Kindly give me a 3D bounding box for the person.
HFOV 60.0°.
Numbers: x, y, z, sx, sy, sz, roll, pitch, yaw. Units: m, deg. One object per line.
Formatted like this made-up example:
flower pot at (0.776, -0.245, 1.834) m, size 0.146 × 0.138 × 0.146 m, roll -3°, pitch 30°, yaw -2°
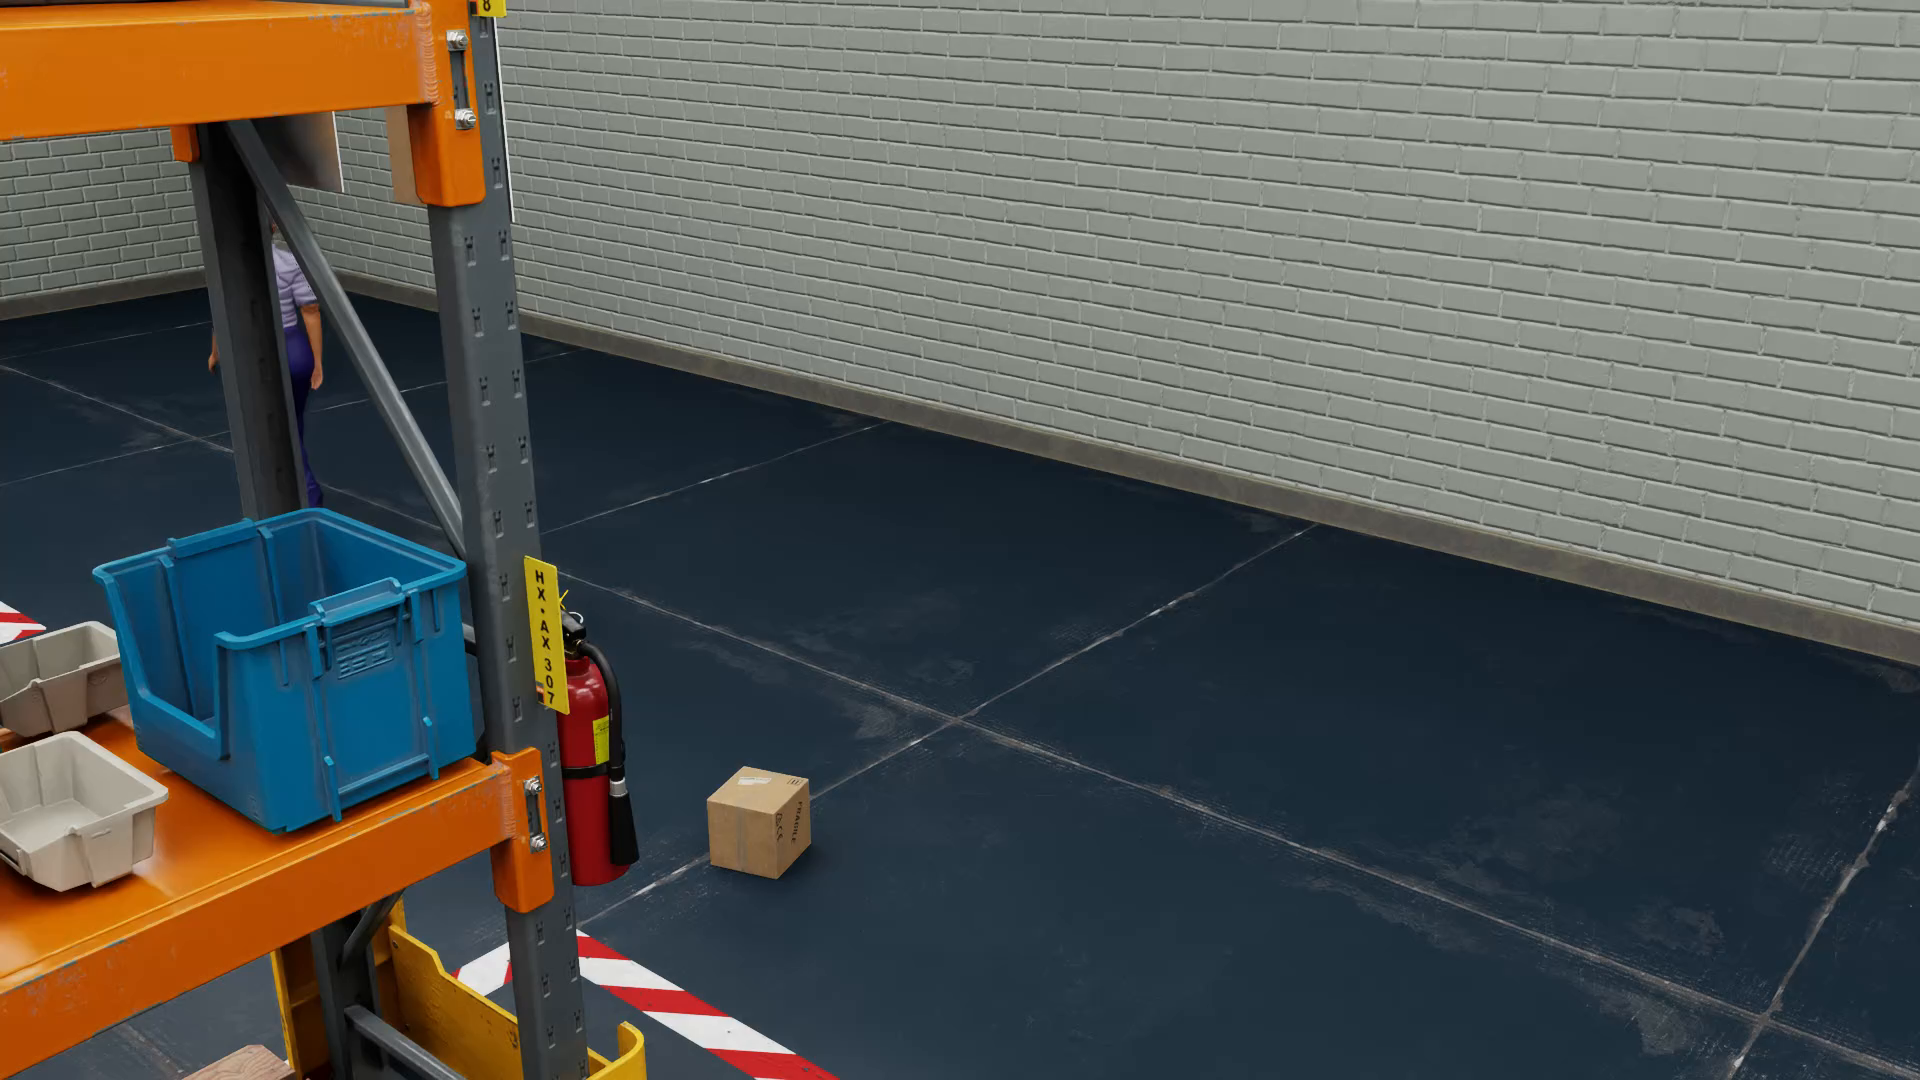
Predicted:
person at (-3.631, -0.953, 8.641) m, size 0.946 × 1.599 × 0.492 m, roll 17°, pitch 26°, yaw 38°
